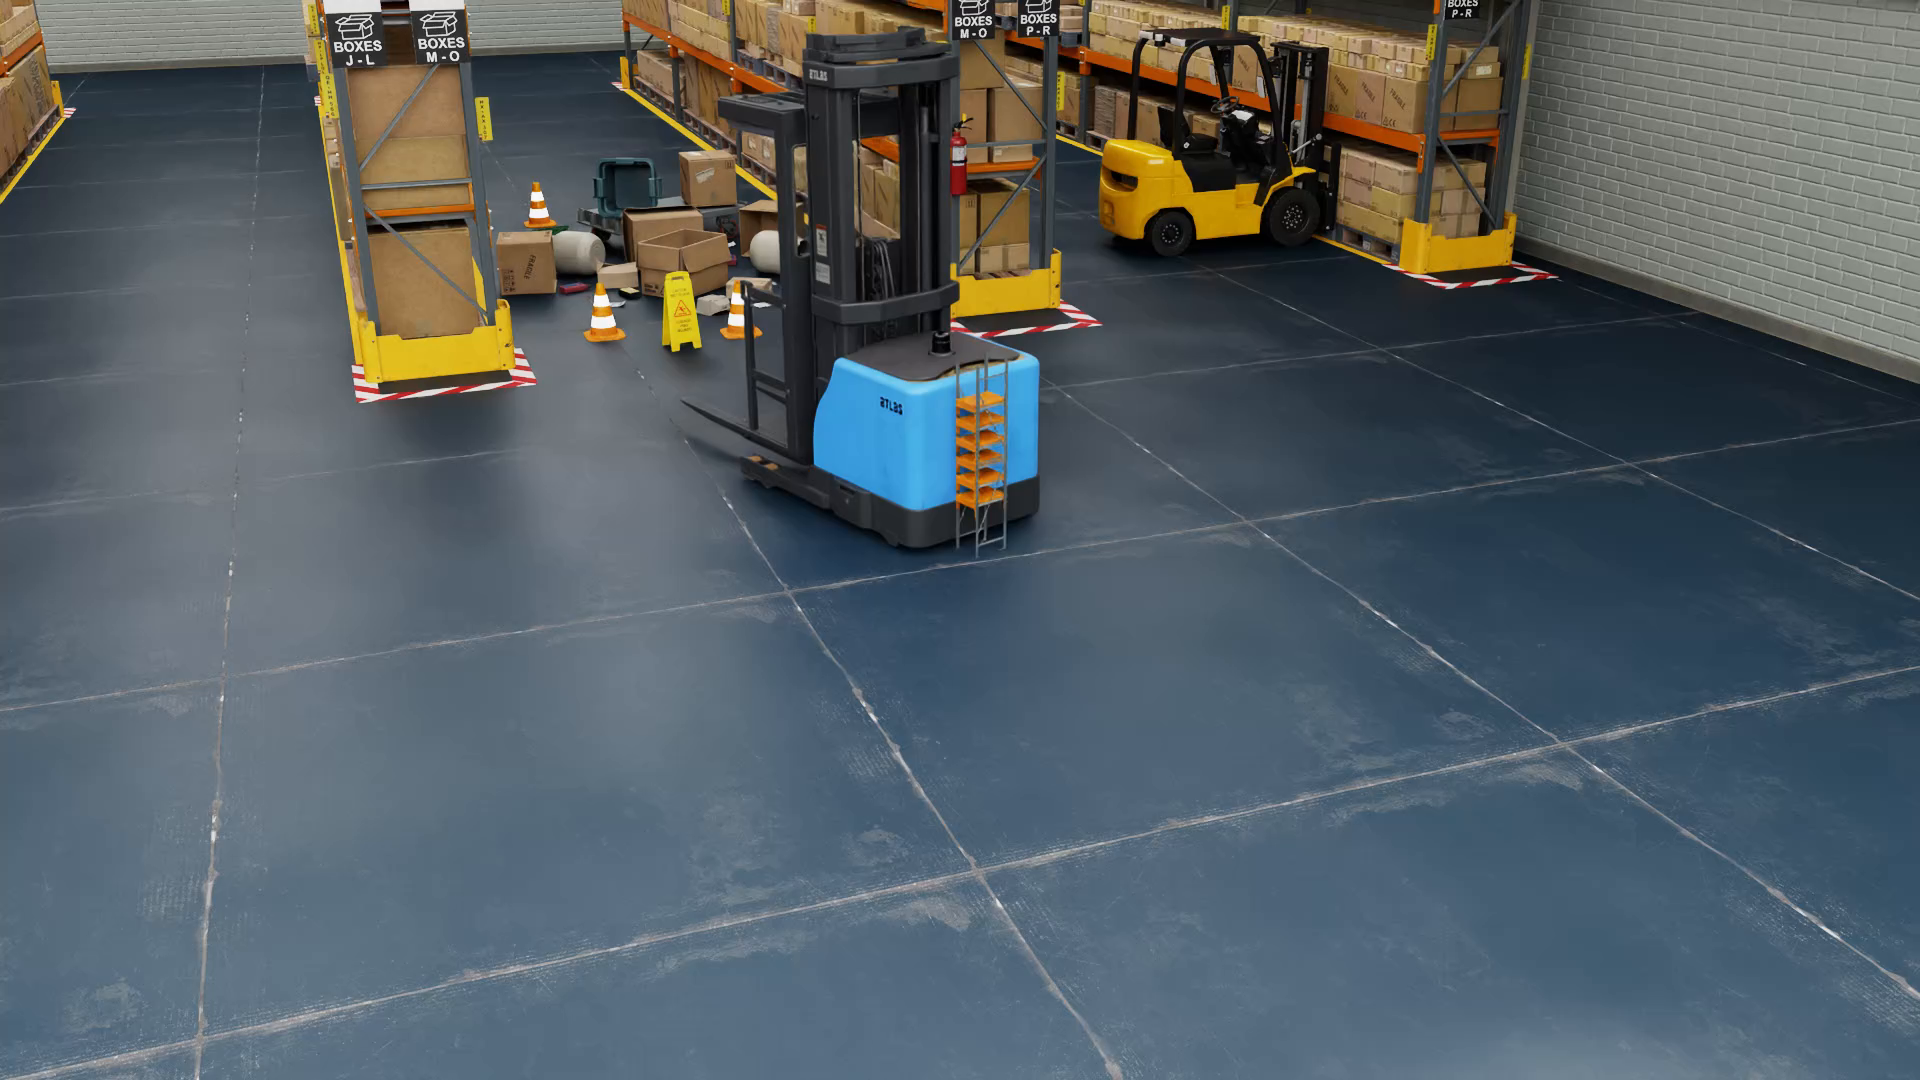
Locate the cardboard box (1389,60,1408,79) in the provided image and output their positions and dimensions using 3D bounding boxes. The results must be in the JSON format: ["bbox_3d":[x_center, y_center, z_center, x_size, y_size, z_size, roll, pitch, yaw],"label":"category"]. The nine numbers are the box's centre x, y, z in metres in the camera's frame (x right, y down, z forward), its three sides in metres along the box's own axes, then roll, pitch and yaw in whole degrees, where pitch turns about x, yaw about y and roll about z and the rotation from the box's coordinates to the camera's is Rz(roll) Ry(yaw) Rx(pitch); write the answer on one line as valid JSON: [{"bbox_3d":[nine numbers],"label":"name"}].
[{"bbox_3d":[4.503,-4.690,16.552,0.380,0.149,0.250,-8,24,-18],"label":"cardboard box"}]

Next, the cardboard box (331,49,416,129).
[{"bbox_3d":[-4.607,-3.665,13.499,0.875,0.550,0.550,-8,24,-19],"label":"cardboard box"}]

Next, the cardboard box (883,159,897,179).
[{"bbox_3d":[-0.533,-3.625,16.187,0.380,0.149,0.250,-7,24,-17],"label":"cardboard box"}]

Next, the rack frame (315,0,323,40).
[{"bbox_3d":[-7.058,-5.678,19.858,1.000,3.000,0.127,-8,24,-19],"label":"rack frame"}]

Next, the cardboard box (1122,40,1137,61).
[{"bbox_3d":[2.470,-6.442,21.866,0.500,0.250,0.500,-9,25,-21],"label":"cardboard box"}]

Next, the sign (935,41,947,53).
[{"bbox_3d":[-0.163,-4.097,14.211,0.100,0.325,0.005,-8,24,-19],"label":"sign"}]

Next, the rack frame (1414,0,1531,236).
[{"bbox_3d":[5.006,-4.169,16.279,1.000,3.000,0.127,-8,24,-19],"label":"rack frame"}]

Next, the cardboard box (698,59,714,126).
[{"bbox_3d":[-3.255,-6.520,24.052,0.875,0.875,0.875,-8,24,-17],"label":"cardboard box"}]

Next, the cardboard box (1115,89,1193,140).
[{"bbox_3d":[2.626,-5.710,22.453,0.875,0.625,0.625,-8,24,-17],"label":"cardboard box"}]

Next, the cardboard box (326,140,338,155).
[{"bbox_3d":[-6.285,-3.945,18.104,1.050,0.750,0.750,-8,24,-19],"label":"cardboard box"}]

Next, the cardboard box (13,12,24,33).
[{"bbox_3d":[-13.594,-7.311,23.544,0.500,0.250,0.500,-8,24,-19],"label":"cardboard box"}]

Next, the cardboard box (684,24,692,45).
[{"bbox_3d":[-3.617,-7.205,23.676,0.500,0.250,0.500,-9,24,-19],"label":"cardboard box"}]

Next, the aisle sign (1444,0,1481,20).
[{"bbox_3d":[4.754,-5.303,15.622,0.394,0.787,0.004,-8,24,-19],"label":"aisle sign"}]

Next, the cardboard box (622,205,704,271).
[{"bbox_3d":[-2.963,-3.028,16.612,0.797,0.637,0.503,-8,24,-19],"label":"cardboard box"}]

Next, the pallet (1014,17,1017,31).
[{"bbox_3d":[1.488,-7.693,24.888,1.003,0.211,1.213,-8,24,-19],"label":"pallet"}]

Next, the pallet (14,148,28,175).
[{"bbox_3d":[-12.804,-4.932,21.680,1.003,0.211,1.213,-8,24,-19],"label":"pallet"}]

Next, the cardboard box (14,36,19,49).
[{"bbox_3d":[-13.311,-6.904,23.091,0.380,0.149,0.250,-9,24,-20],"label":"cardboard box"}]

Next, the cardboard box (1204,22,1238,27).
[{"bbox_3d":[3.156,-6.152,20.021,0.380,0.149,0.250,-9,24,-20],"label":"cardboard box"}]

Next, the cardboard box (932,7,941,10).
[{"bbox_3d":[-0.266,-9.142,28.402,0.380,0.149,0.250,-8,24,-18],"label":"cardboard box"}]

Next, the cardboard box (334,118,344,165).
[{"bbox_3d":[-5.207,-3.752,15.096,0.875,0.550,0.550,-8,24,-19],"label":"cardboard box"}]

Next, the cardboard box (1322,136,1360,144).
[{"bbox_3d":[4.006,-4.233,18.142,0.500,0.250,0.500,-9,24,-20],"label":"cardboard box"}]

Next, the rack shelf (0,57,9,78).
[{"bbox_3d":[-12.440,-5.429,20.195,1.077,0.370,4.000,-8,24,-19],"label":"rack shelf"}]

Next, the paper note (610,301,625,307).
[{"bbox_3d":[-3.182,-2.189,15.407,0.144,0.017,0.142,0,23,-1],"label":"paper note"}]

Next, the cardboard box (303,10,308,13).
[{"bbox_3d":[-8.206,-6.709,21.323,0.380,0.149,0.250,-8,24,-17],"label":"cardboard box"}]

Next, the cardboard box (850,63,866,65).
[{"bbox_3d":[-0.790,-4.562,16.699,0.500,0.500,0.500,-9,24,-19],"label":"cardboard box"}]

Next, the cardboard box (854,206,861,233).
[{"bbox_3d":[-0.894,-3.423,17.508,0.500,0.250,0.500,-7,24,-16],"label":"cardboard box"}]

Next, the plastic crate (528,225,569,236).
[{"bbox_3d":[-4.358,-3.071,17.222,0.450,0.188,0.662,-6,21,12],"label":"plastic crate"}]

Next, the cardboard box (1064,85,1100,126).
[{"bbox_3d":[1.829,-6.242,23.874,0.500,0.500,0.500,-8,24,-17],"label":"cardboard box"}]

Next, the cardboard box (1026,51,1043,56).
[{"bbox_3d":[1.264,-7.681,26.454,0.380,0.149,0.250,-8,24,-19],"label":"cardboard box"}]

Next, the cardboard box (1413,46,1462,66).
[{"bbox_3d":[4.682,-4.752,16.316,0.380,0.149,0.250,-8,24,-19],"label":"cardboard box"}]

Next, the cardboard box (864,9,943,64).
[{"bbox_3d":[-0.516,-4.843,16.078,0.700,0.500,0.500,-9,24,-19],"label":"cardboard box"}]

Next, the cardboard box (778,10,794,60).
[{"bbox_3d":[-1.780,-5.821,19.147,0.500,0.500,0.500,-7,24,-17],"label":"cardboard box"}]

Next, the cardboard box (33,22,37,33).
[{"bbox_3d":[-14.032,-7.646,24.853,0.380,0.149,0.250,-8,24,-18],"label":"cardboard box"}]

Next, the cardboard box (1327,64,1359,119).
[{"bbox_3d":[4.230,-4.734,17.491,0.500,0.500,0.500,-9,24,-20],"label":"cardboard box"}]

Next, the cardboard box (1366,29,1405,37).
[{"bbox_3d":[4.567,-5.368,17.778,0.380,0.149,0.250,-8,24,-19],"label":"cardboard box"}]

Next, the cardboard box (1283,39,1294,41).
[{"bbox_3d":[3.780,-5.435,18.320,0.380,0.149,0.250,-9,24,-20],"label":"cardboard box"}]

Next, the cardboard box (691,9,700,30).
[{"bbox_3d":[-3.440,-7.253,23.147,0.500,0.250,0.500,-9,25,-21],"label":"cardboard box"}]

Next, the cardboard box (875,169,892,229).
[{"bbox_3d":[-0.523,-3.387,16.459,0.500,0.500,0.500,-9,24,-20],"label":"cardboard box"}]

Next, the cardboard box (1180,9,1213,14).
[{"bbox_3d":[3.044,-6.775,21.499,0.380,0.149,0.250,-8,24,-17],"label":"cardboard box"}]

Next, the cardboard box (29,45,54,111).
[{"bbox_3d":[-14.259,-6.933,25.033,0.875,0.875,0.875,-8,24,-19],"label":"cardboard box"}]

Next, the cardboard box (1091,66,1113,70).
[{"bbox_3d":[2.046,-6.940,24.695,0.380,0.149,0.250,-10,25,-21],"label":"cardboard box"}]

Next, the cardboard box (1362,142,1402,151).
[{"bbox_3d":[4.667,-4.121,17.878,0.500,0.250,0.500,-9,24,-19],"label":"cardboard box"}]

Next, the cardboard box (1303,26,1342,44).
[{"bbox_3d":[3.957,-5.491,18.068,0.380,0.149,0.250,-8,24,-19],"label":"cardboard box"}]

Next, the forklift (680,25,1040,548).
[{"bbox_3d":[-0.823,-1.802,10.752,1.130,2.935,3.031,-18,29,-36],"label":"forklift"}]

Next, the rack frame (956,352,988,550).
[{"bbox_3d":[0.070,-0.524,9.948,0.240,1.200,0.006,-18,29,-36],"label":"rack frame"}]

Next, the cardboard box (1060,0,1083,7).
[{"bbox_3d":[1.430,-7.885,24.421,0.797,0.503,0.637,-9,24,-20],"label":"cardboard box"}]

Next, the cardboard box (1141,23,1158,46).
[{"bbox_3d":[2.656,-6.485,21.325,0.500,0.250,0.500,-8,24,-18],"label":"cardboard box"}]

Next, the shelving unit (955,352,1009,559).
[{"bbox_3d":[0.128,-0.496,9.882,0.258,1.200,0.189,-18,29,-36],"label":"shelving unit"}]

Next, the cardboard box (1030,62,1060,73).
[{"bbox_3d":[1.287,-7.143,25.178,0.380,0.149,0.250,-8,24,-19],"label":"cardboard box"}]

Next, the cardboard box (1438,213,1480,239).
[{"bbox_3d":[5.015,-3.301,17.219,0.500,0.250,0.500,-8,24,-19],"label":"cardboard box"}]

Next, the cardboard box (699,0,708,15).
[{"bbox_3d":[-3.248,-7.419,22.574,0.500,0.500,0.500,-8,24,-19],"label":"cardboard box"}]

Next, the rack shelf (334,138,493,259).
[{"bbox_3d":[-4.938,-3.166,14.826,1.077,0.370,4.000,-8,24,-19],"label":"rack shelf"}]

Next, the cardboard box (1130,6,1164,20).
[{"bbox_3d":[2.448,-6.897,21.789,0.380,0.149,0.250,-8,24,-18],"label":"cardboard box"}]

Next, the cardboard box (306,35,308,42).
[{"bbox_3d":[-7.754,-6.106,20.275,0.380,0.149,0.250,-7,24,-17],"label":"cardboard box"}]

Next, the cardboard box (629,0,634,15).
[{"bbox_3d":[-5.183,-8.952,27.500,0.500,0.500,0.500,-9,24,-20],"label":"cardboard box"}]

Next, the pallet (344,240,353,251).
[{"bbox_3d":[-5.988,-3.209,17.592,1.003,0.211,1.213,-8,24,-19],"label":"pallet"}]

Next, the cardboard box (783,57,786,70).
[{"bbox_3d":[-1.836,-5.540,19.314,0.380,0.149,0.250,-8,24,-19],"label":"cardboard box"}]

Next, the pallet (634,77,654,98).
[{"bbox_3d":[-4.933,-7.735,28.331,1.003,0.211,1.213,-8,24,-19],"label":"pallet"}]
